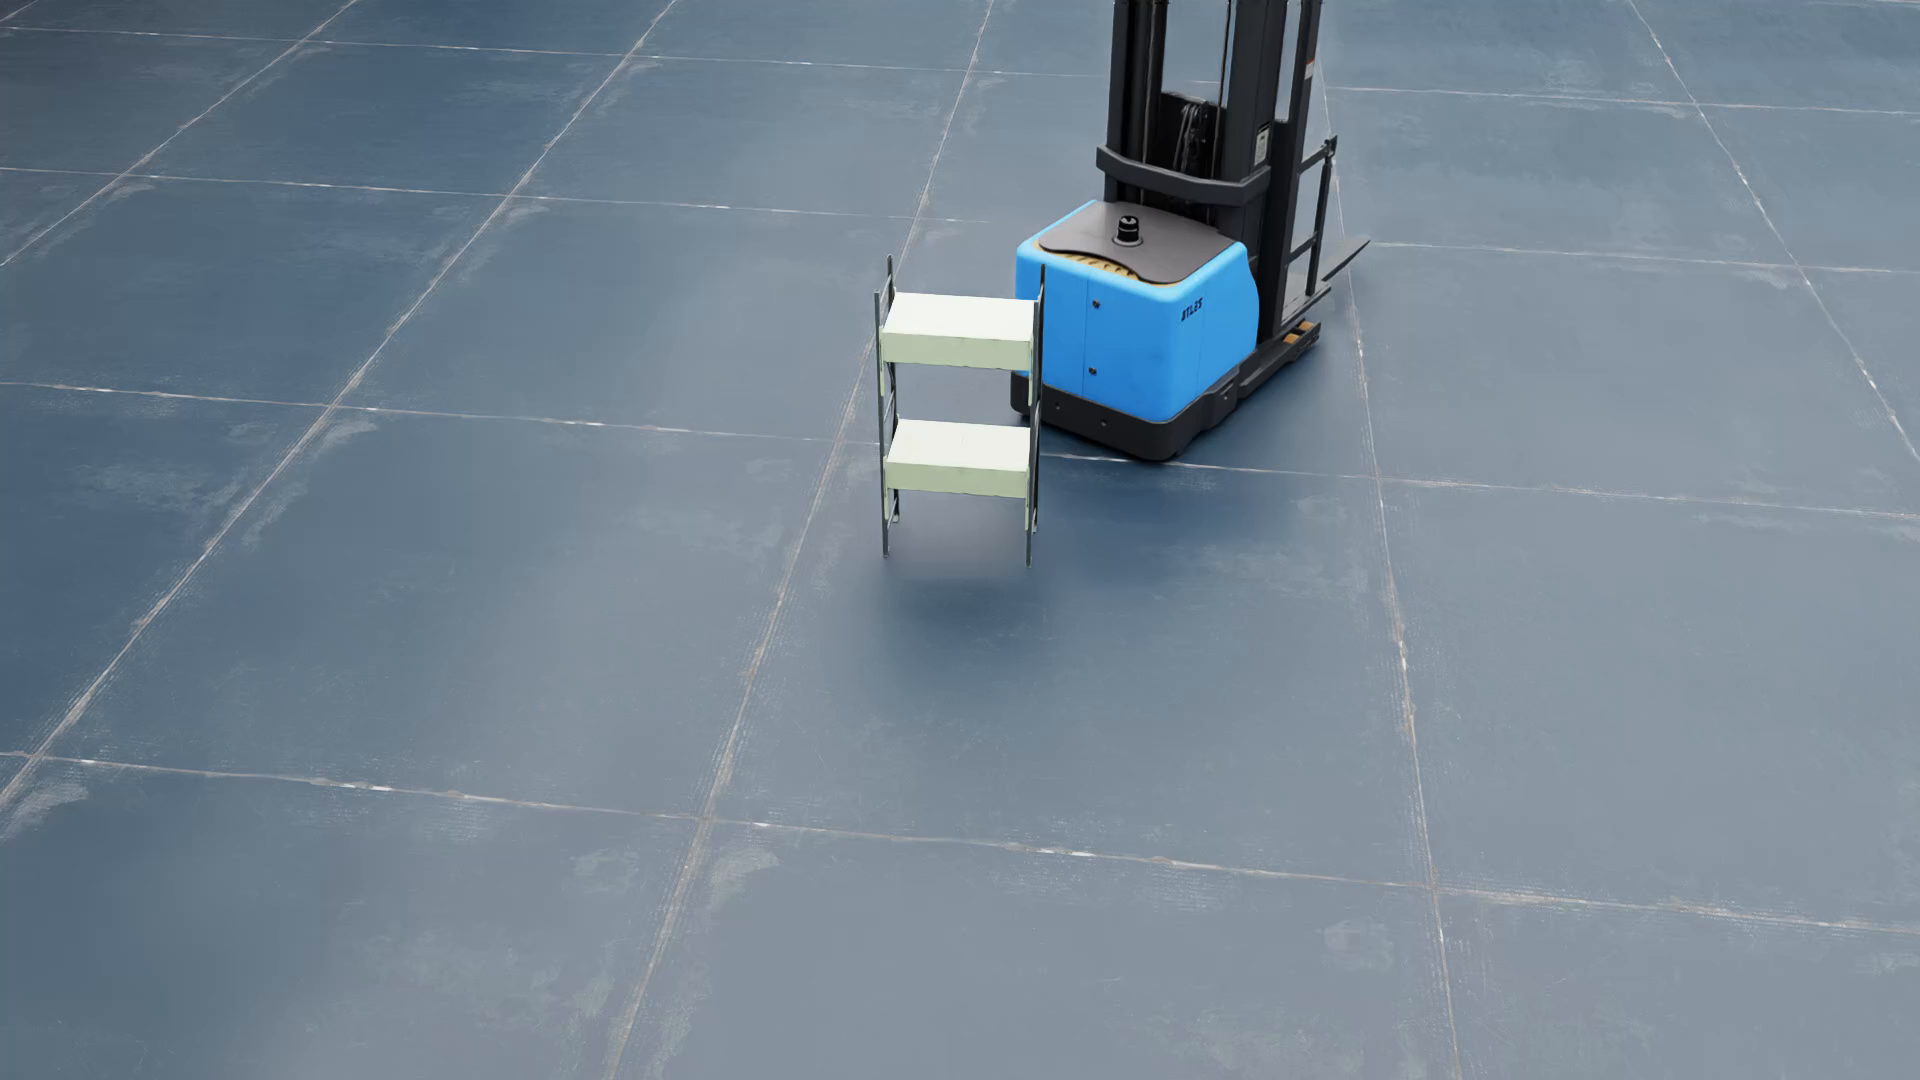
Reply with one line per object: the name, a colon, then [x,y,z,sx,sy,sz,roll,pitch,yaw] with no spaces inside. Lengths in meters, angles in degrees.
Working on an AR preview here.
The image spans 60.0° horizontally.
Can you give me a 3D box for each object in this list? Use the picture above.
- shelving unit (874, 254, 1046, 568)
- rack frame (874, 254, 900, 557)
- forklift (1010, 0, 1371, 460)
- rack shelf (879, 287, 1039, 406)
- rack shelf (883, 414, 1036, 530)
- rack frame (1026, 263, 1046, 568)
shelving unit: [0.007,-0.610,8.171,0.755,1.500,0.431,4,36,6]
rack frame: [-0.356,-0.637,8.209,0.023,1.500,0.400,4,36,6]
forklift: [1.565,-2.433,9.493,1.130,2.935,3.031,23,42,29]
rack shelf: [0.007,-0.928,7.944,0.720,0.370,0.431,4,36,6]
rack shelf: [0.007,-0.345,8.360,0.720,0.370,0.431,4,36,6]
rack frame: [0.370,-0.583,8.133,0.023,1.500,0.400,4,36,6]
